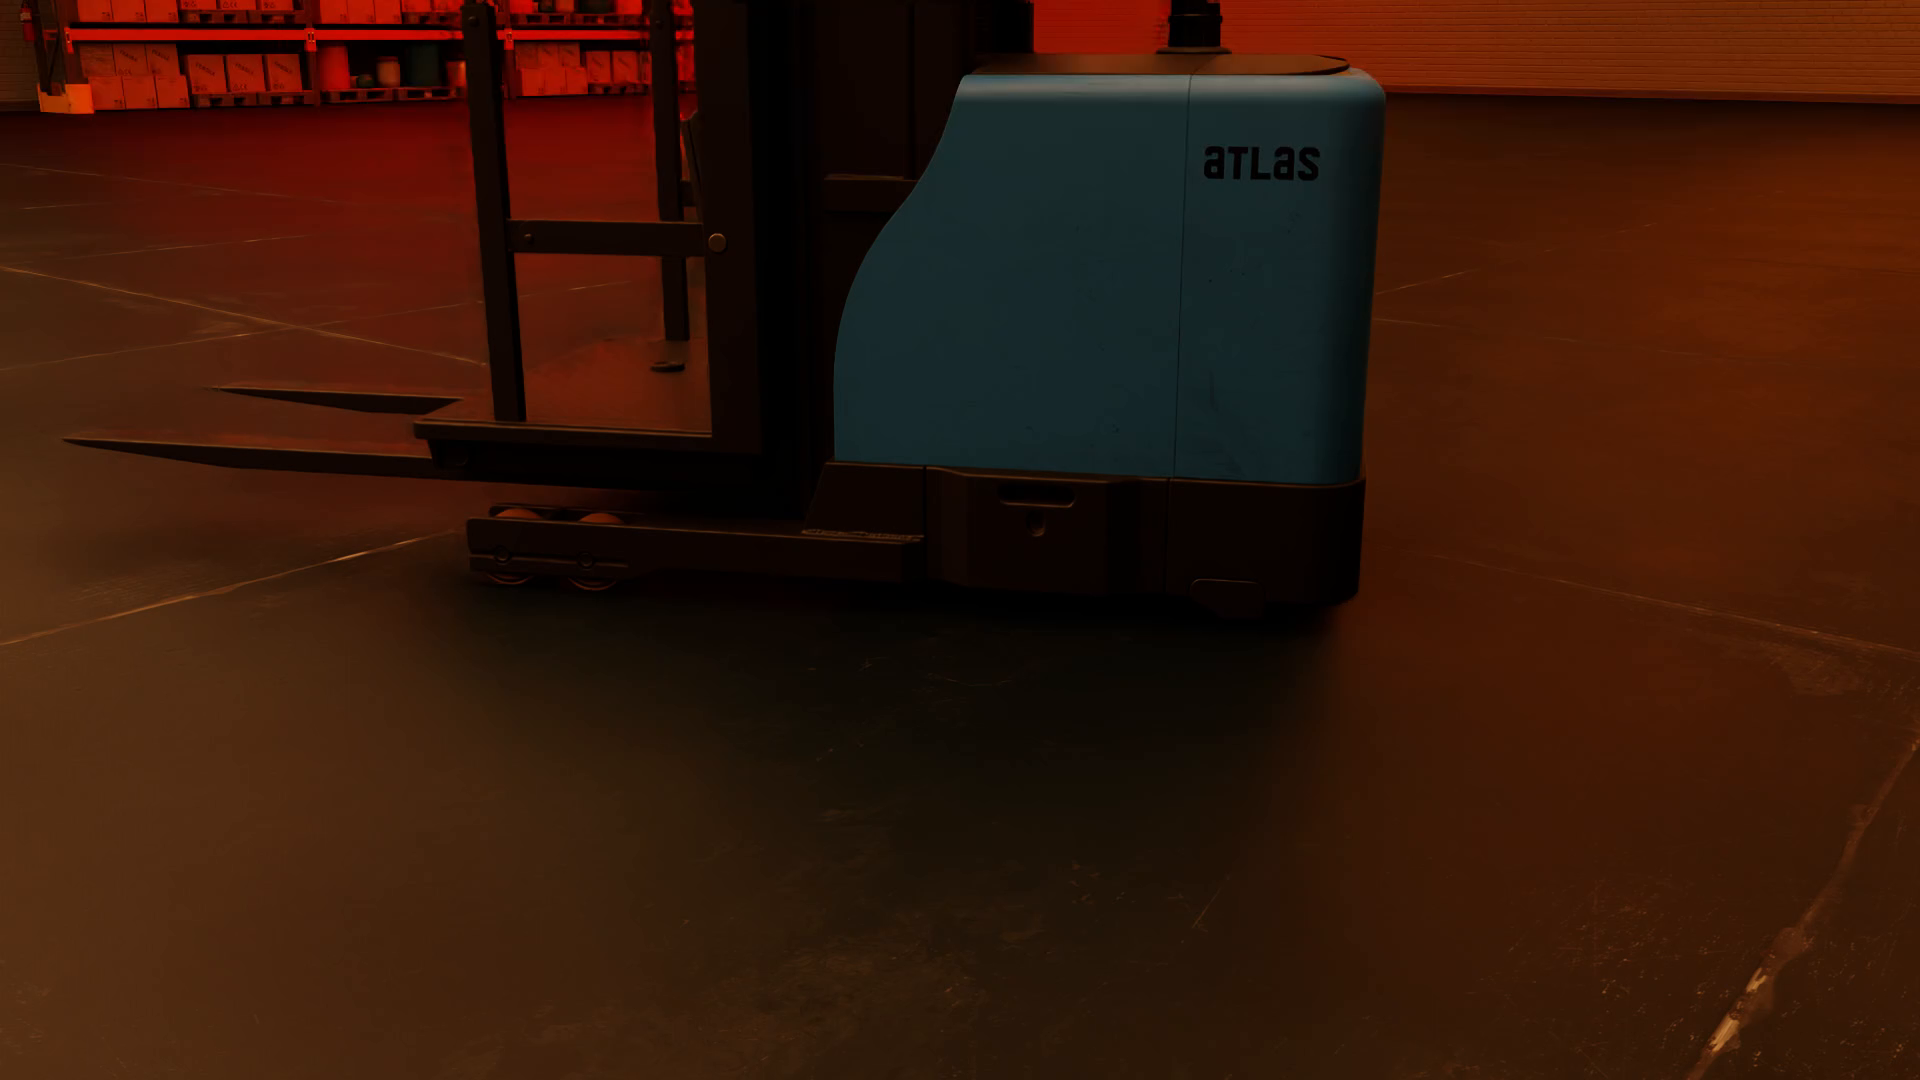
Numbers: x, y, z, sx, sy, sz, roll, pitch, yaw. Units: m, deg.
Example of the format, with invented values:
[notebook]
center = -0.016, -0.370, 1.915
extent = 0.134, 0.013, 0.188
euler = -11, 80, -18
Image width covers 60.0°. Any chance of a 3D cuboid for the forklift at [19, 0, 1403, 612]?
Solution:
[forklift]
center = -0.607, -1.422, 3.581
extent = 3.031, 2.935, 1.130
euler = 2, 17, 6
